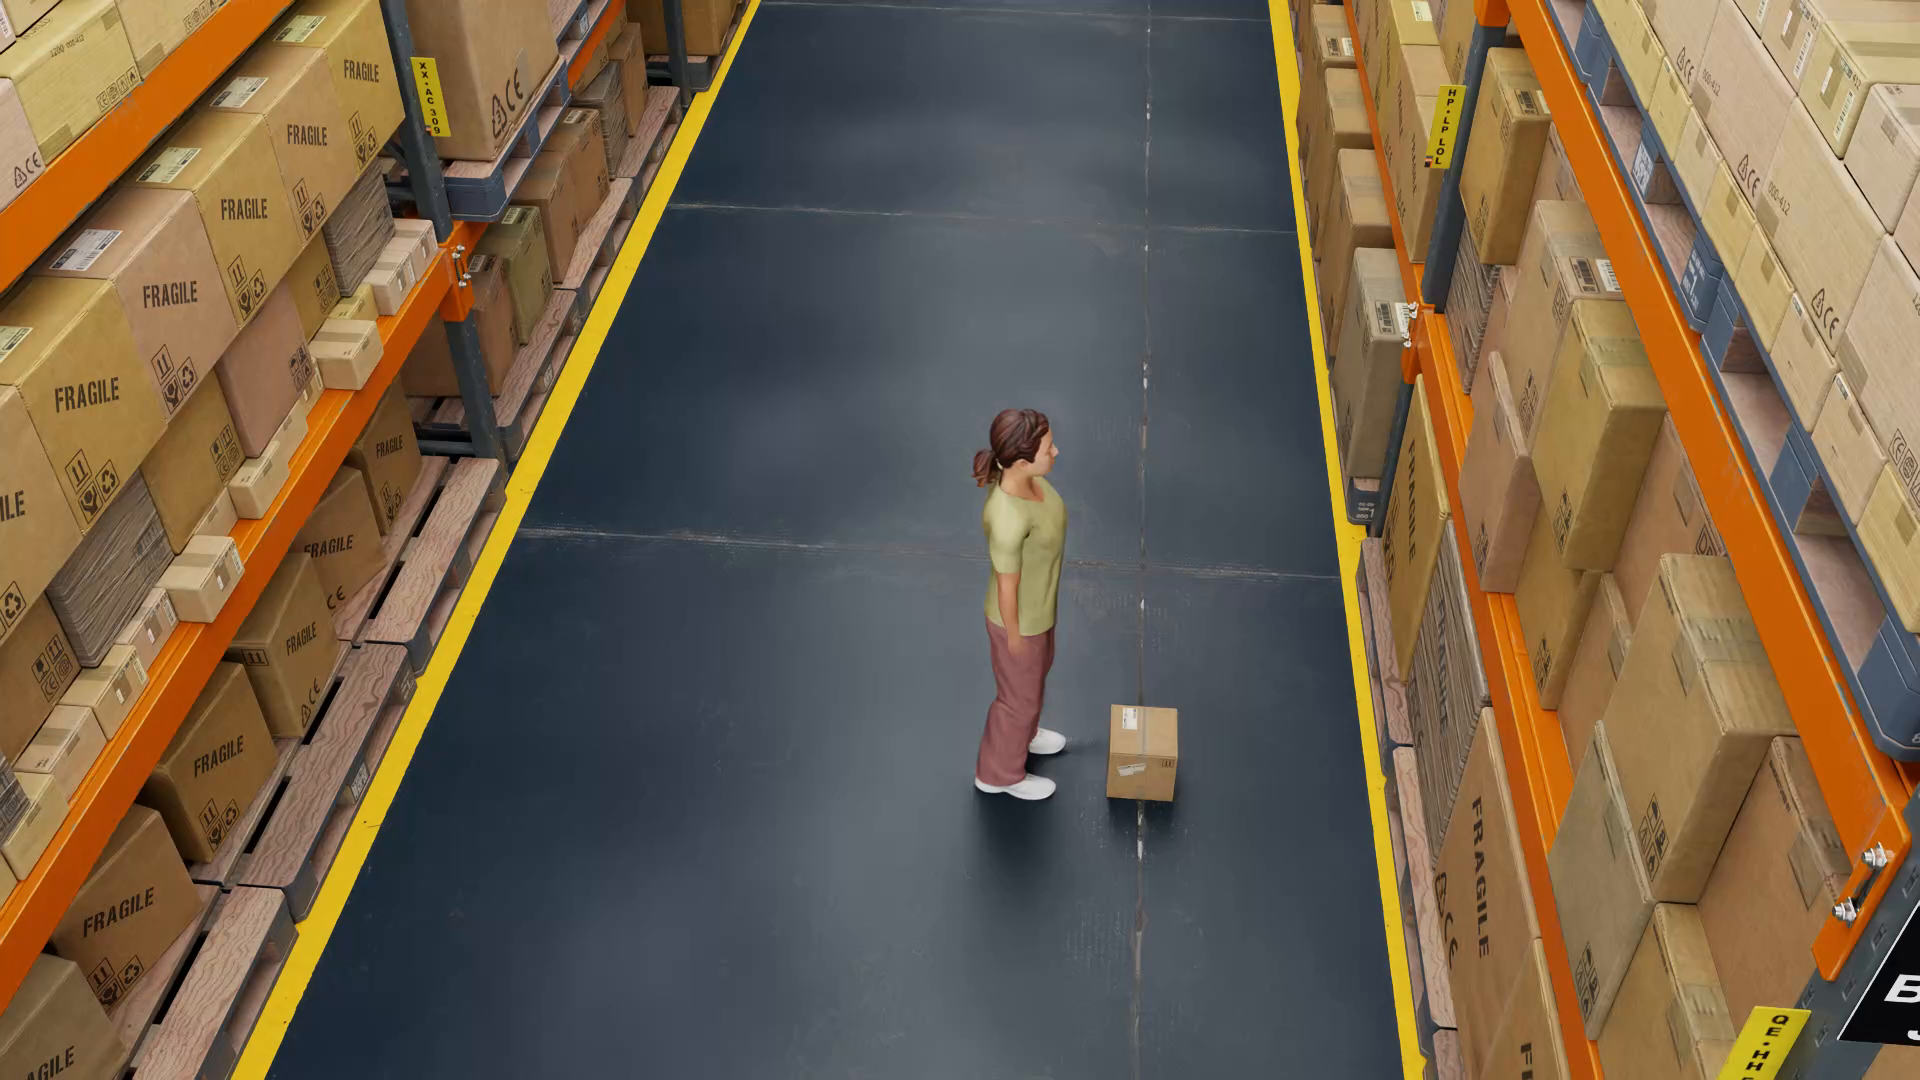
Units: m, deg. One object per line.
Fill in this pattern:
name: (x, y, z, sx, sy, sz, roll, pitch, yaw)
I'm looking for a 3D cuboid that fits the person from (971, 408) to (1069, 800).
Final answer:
person: (0.216, 0.232, 5.891, 0.372, 1.668, 0.440, 4, 40, 5)
